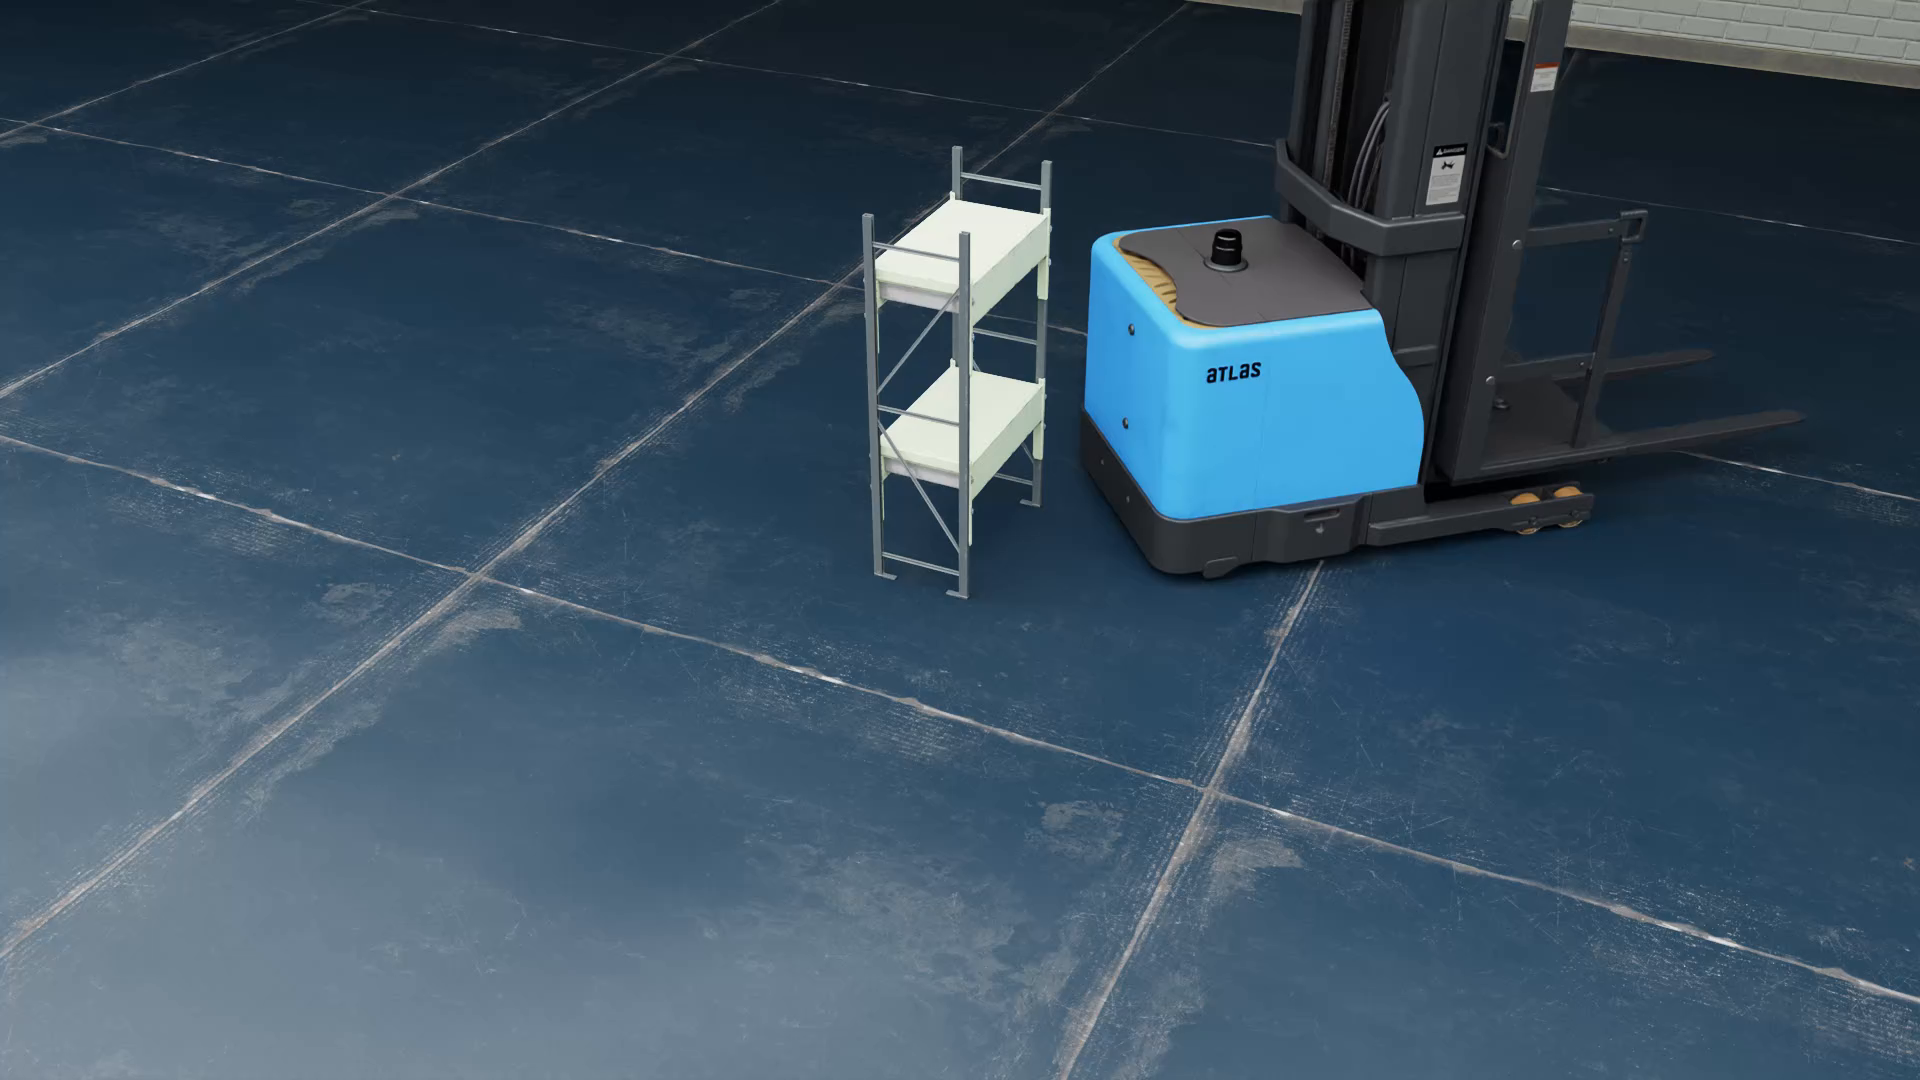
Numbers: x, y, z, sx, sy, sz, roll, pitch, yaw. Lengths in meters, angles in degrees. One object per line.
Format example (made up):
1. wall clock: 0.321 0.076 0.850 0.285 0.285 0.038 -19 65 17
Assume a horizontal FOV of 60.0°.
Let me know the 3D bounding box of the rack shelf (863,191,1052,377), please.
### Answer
1. rack shelf: 0.003 -0.957 6.130 0.431 0.370 0.720 14 36 20

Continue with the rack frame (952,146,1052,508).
1. rack frame: 0.156 -0.813 6.622 0.400 1.500 0.023 14 36 20

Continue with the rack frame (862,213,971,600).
1. rack frame: -0.150 -0.448 6.066 0.400 1.500 0.023 14 36 20

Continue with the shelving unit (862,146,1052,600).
1. shelving unit: 0.003 -0.631 6.344 0.431 1.500 0.755 14 36 20

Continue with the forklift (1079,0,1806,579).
1. forklift: 2.088 -1.519 6.393 3.031 2.935 1.130 -9 34 -13

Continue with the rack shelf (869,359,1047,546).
1. rack shelf: 0.003 -0.358 6.523 0.431 0.370 0.720 14 36 20
